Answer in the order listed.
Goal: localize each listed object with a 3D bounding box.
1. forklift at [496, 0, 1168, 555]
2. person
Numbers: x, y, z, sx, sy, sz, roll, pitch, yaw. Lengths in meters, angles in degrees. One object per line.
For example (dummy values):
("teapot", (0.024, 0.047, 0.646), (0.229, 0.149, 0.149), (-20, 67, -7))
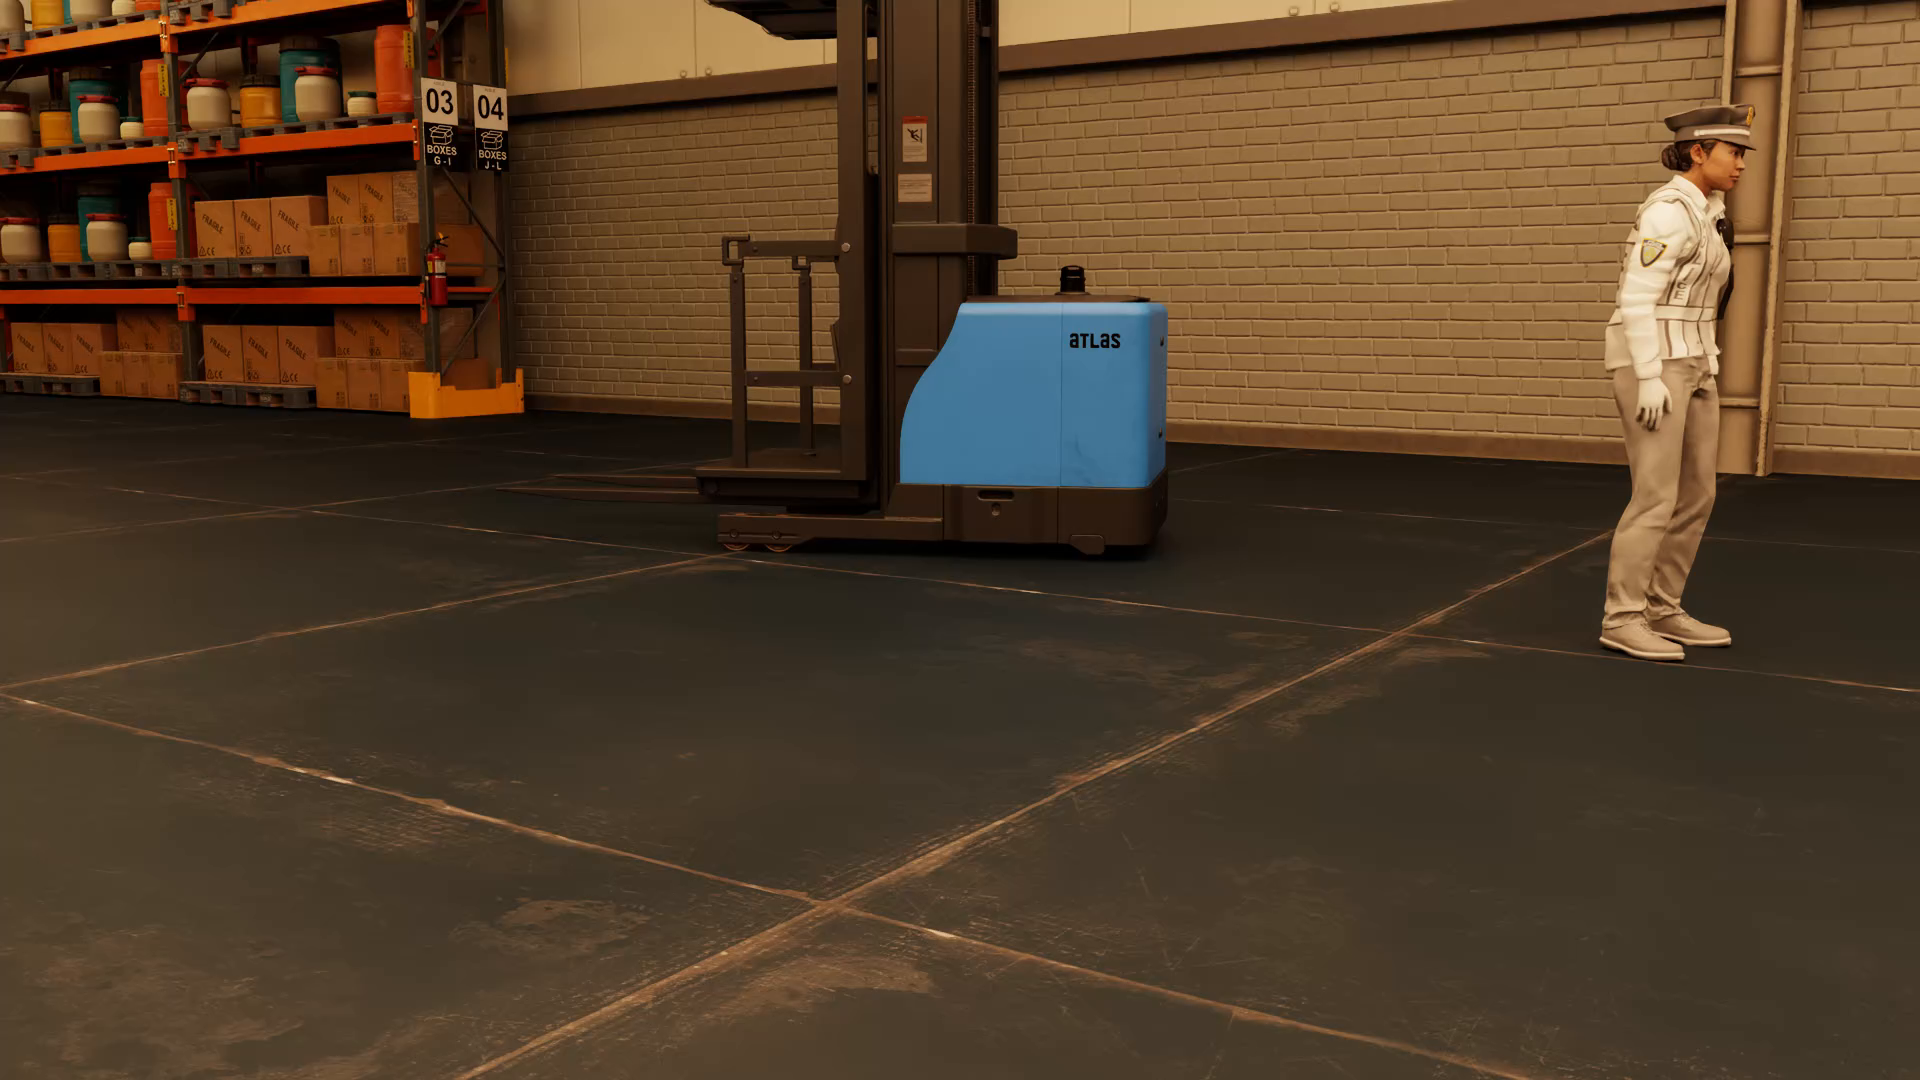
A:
("forklift", (-0.596, -1.469, 7.520), (3.031, 2.935, 1.130), (2, 8, 12))
("person", (2.214, -0.490, 5.155), (0.535, 1.662, 0.374), (-8, 11, -44))
